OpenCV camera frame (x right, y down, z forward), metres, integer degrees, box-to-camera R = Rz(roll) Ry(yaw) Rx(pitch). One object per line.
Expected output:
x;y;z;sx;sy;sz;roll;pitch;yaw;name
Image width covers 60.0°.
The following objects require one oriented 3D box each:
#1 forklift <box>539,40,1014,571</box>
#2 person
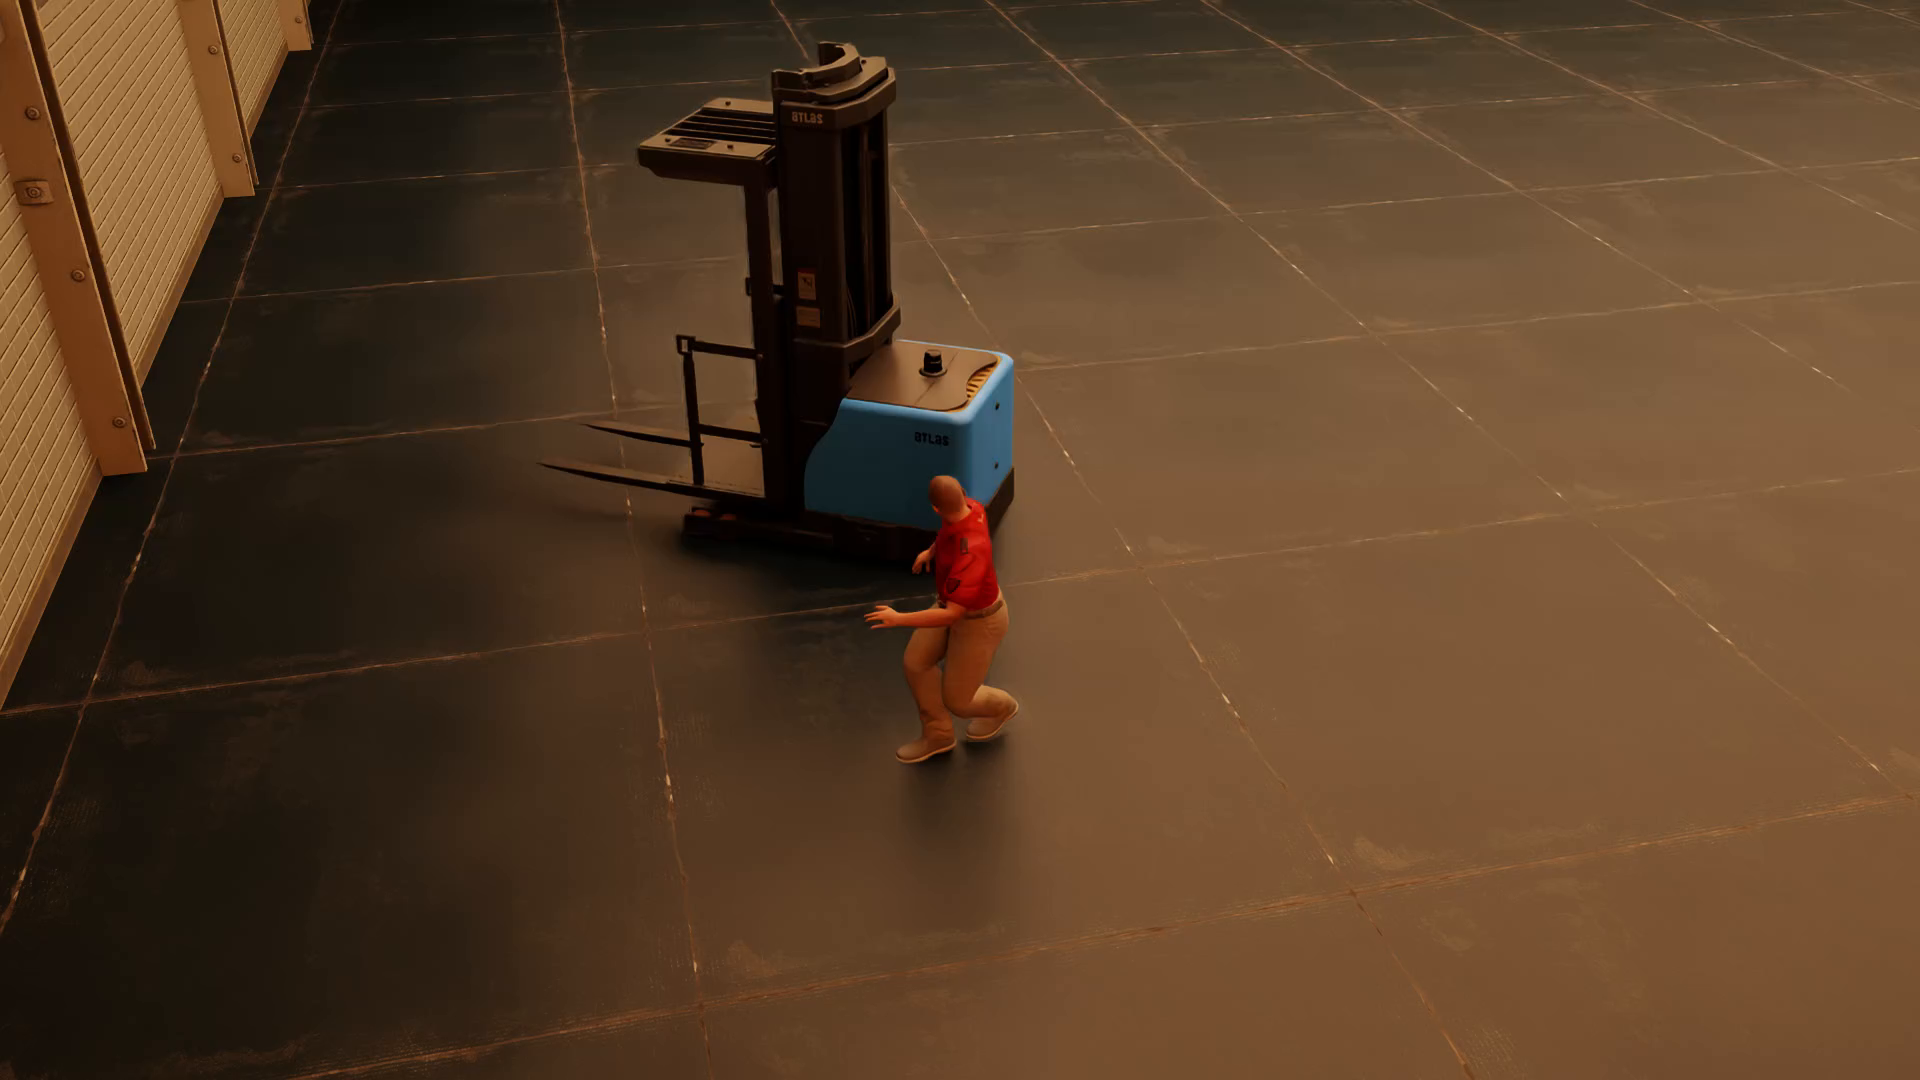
-1.225;-1.505;10.174;3.031;2.935;1.130;9;31;16;forklift
-0.117;0.357;8.299;0.864;1.604;0.886;-11;32;-18;person
